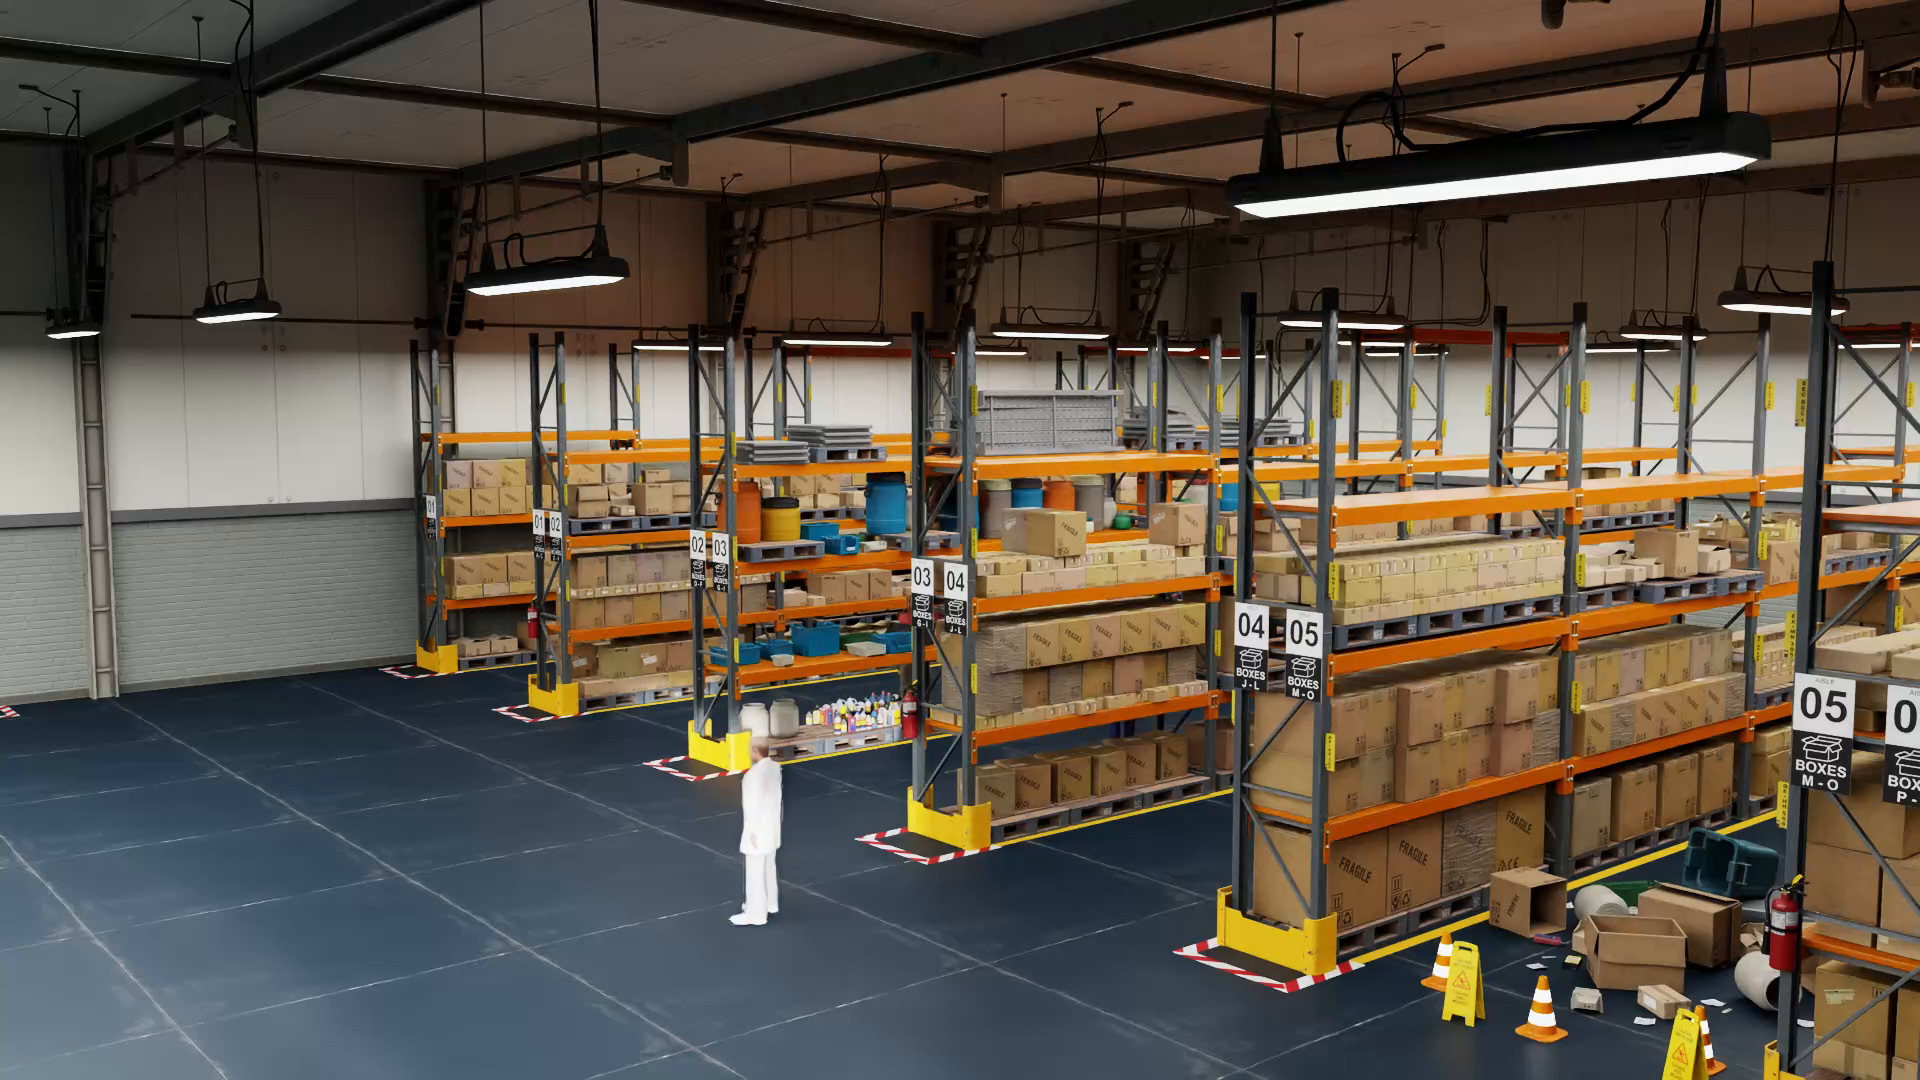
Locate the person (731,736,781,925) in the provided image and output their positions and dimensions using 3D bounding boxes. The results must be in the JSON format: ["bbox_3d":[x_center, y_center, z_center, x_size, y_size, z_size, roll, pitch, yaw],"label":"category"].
[{"bbox_3d":[-1.977,2.781,16.115,0.434,1.778,0.639,1,5,15],"label":"person"}]

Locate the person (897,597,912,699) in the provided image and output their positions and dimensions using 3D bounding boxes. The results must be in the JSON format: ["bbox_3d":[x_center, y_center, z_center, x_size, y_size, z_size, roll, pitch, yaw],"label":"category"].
[{"bbox_3d":[-0.742,1.826,26.826,0.607,1.775,0.449,1,5,12],"label":"person"}]

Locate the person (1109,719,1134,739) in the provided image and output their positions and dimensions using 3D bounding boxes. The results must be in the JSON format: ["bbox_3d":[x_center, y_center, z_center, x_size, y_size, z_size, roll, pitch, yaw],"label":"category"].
[{"bbox_3d":[2.225,2.252,23.062,0.559,1.692,0.487,0,5,-4],"label":"person"}]
